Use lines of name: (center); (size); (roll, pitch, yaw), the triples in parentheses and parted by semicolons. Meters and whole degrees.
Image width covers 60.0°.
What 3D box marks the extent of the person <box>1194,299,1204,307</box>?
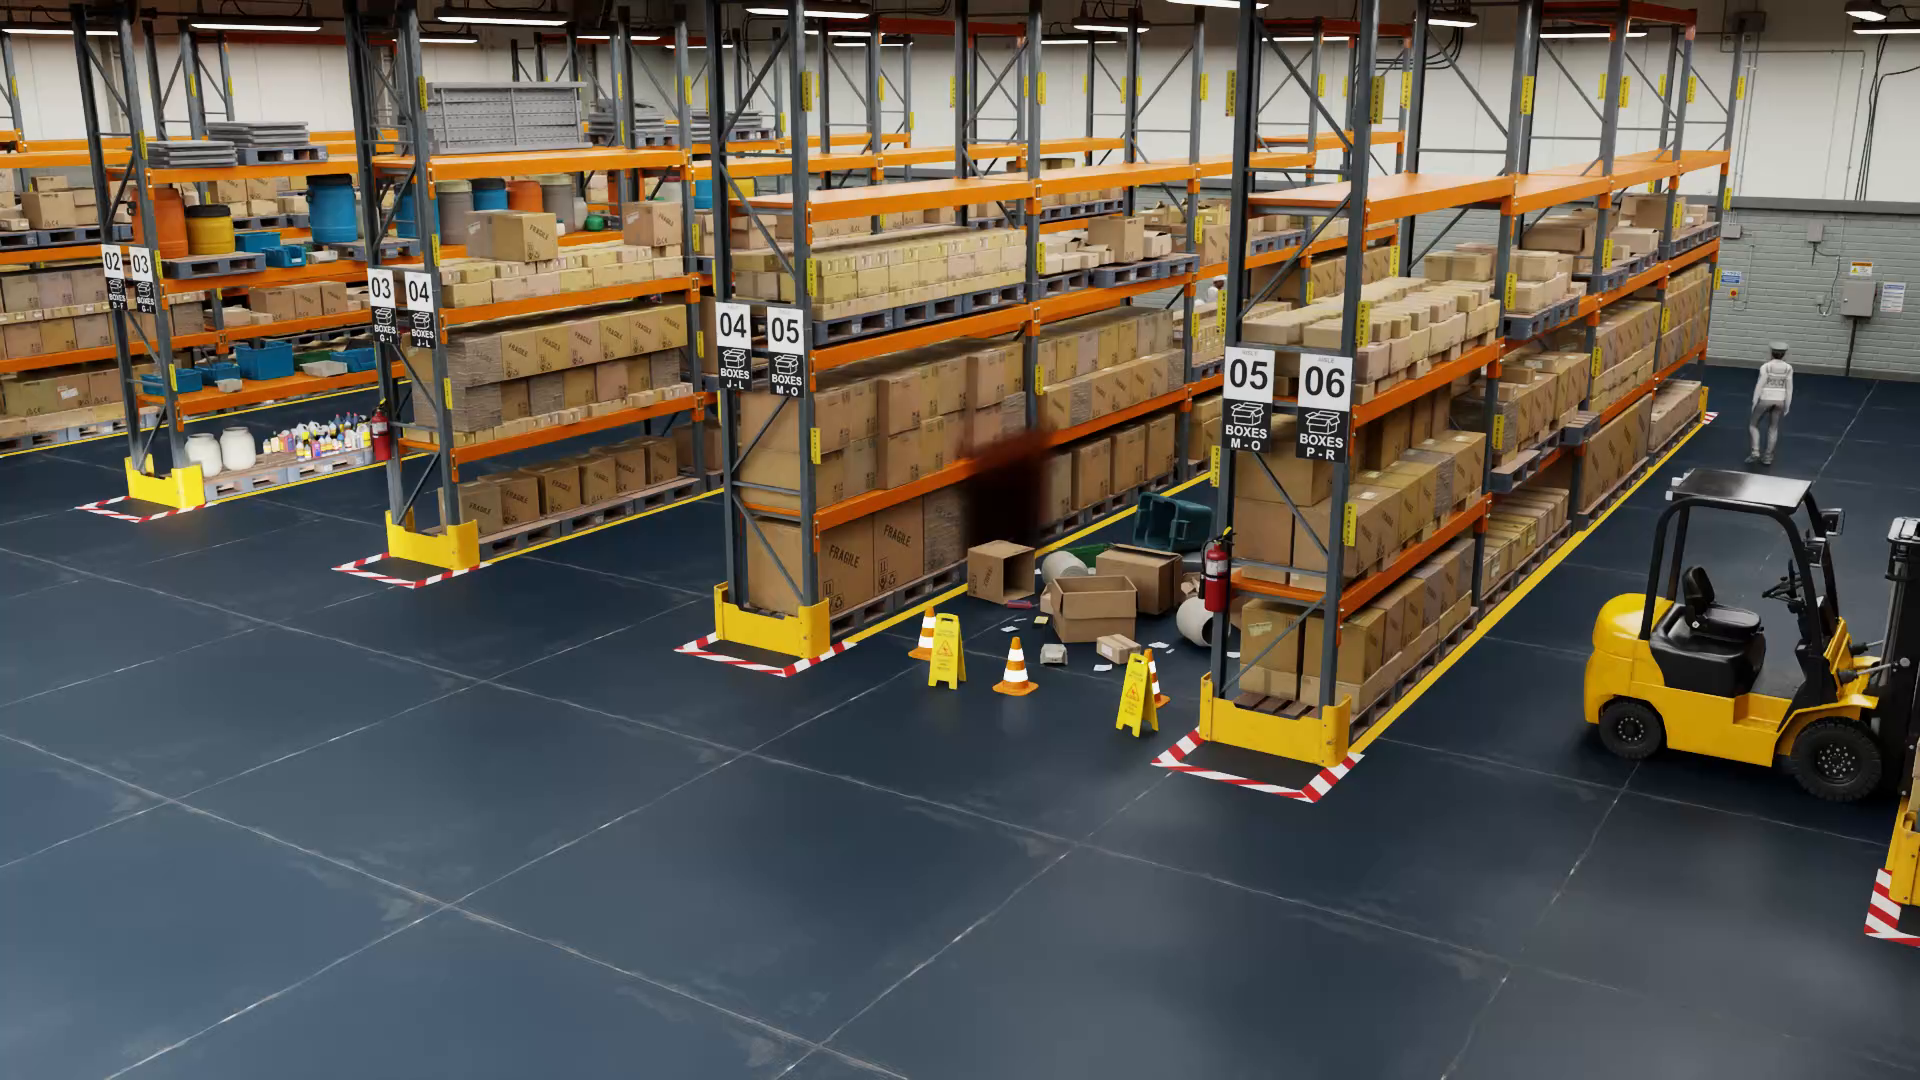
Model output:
person: (3.800, -2.975, 26.686); (0.630, 1.741, 0.691); (0, 16, 1)

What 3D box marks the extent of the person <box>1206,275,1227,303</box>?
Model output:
person: (4.563, -3.958, 30.079); (0.705, 1.782, 0.598); (9, 18, 28)

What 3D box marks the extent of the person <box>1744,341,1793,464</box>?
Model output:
person: (11.137, -1.863, 22.843); (0.518, 1.713, 0.359); (1, 16, 5)

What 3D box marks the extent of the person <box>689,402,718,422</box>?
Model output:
person: (-3.883, -2.392, 24.785); (0.414, 1.575, 1.056); (14, 21, 40)
